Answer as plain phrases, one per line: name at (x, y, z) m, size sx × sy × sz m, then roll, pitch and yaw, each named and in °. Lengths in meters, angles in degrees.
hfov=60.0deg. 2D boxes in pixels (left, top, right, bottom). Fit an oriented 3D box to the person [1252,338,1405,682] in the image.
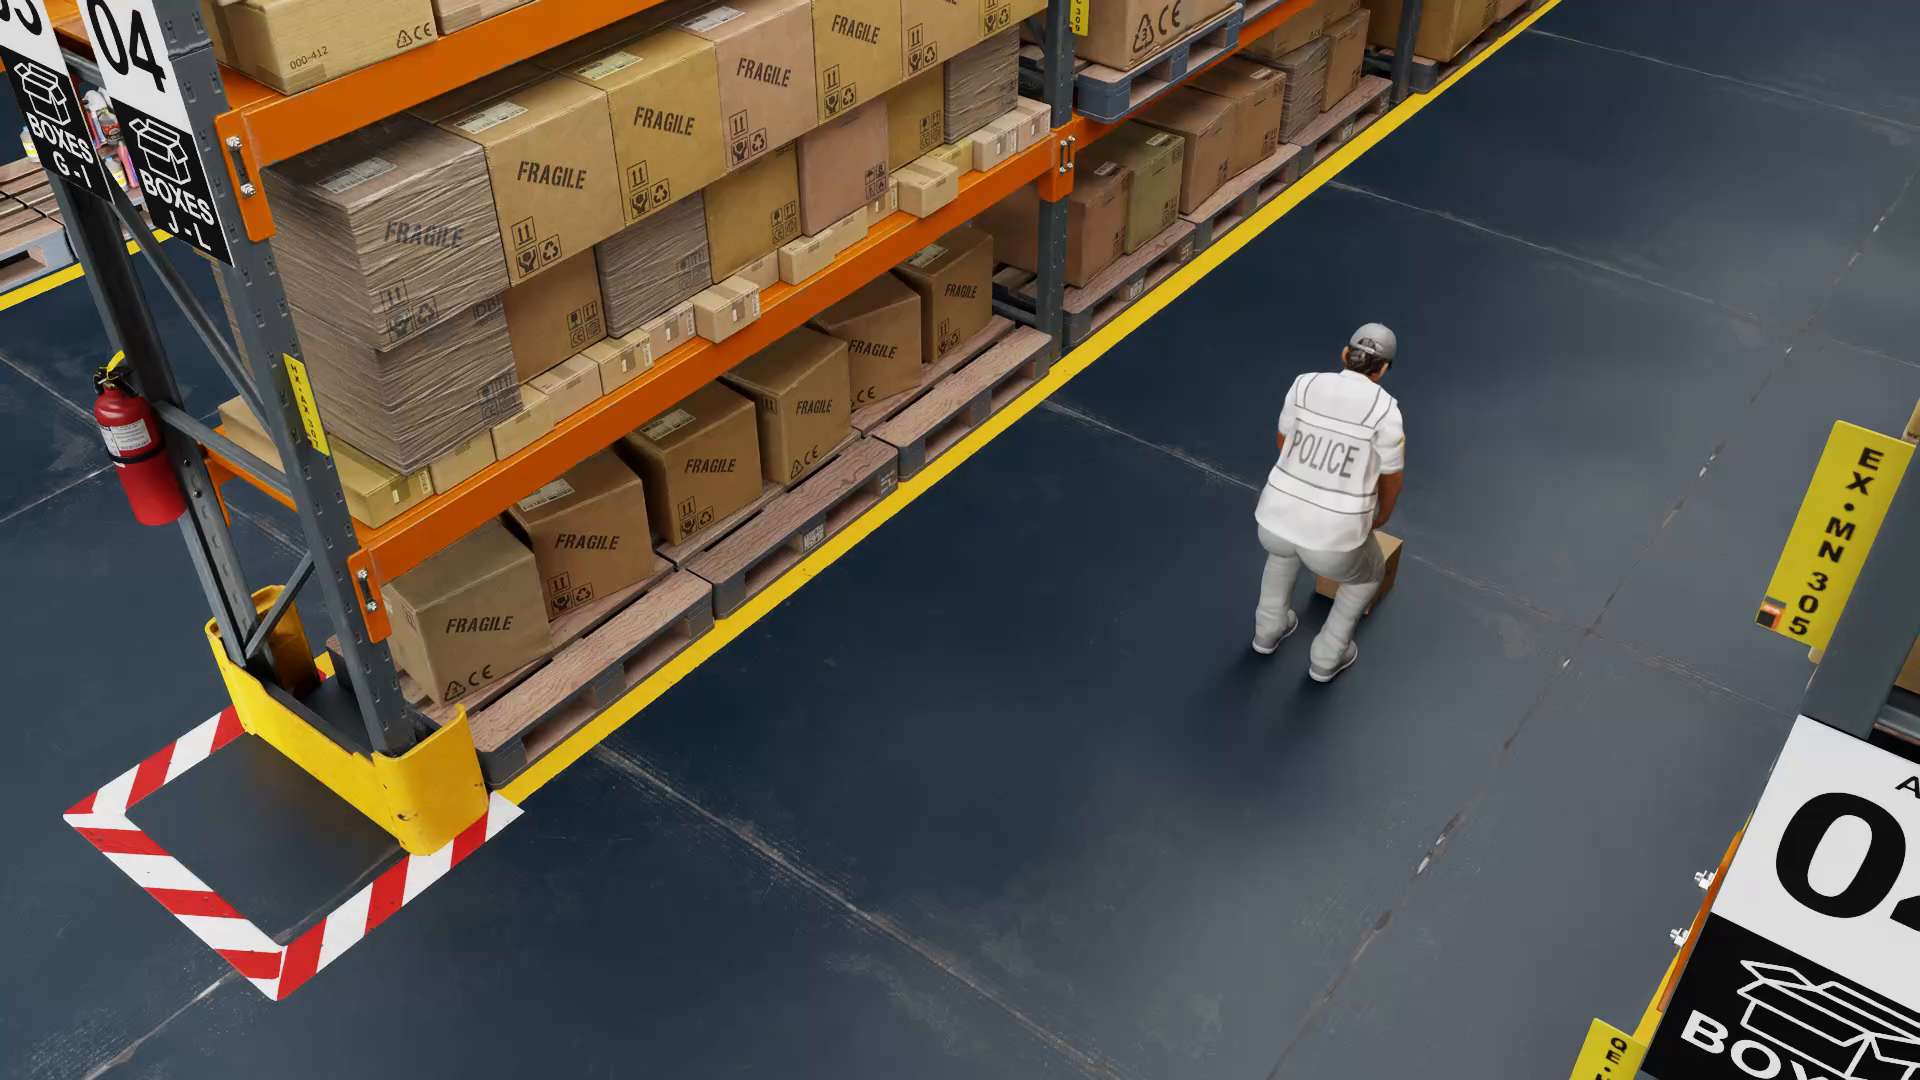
person at (1.405, -0.115, 6.497) m, size 0.532 × 1.421 × 0.640 m, roll 26°, pitch 46°, yaw 28°
